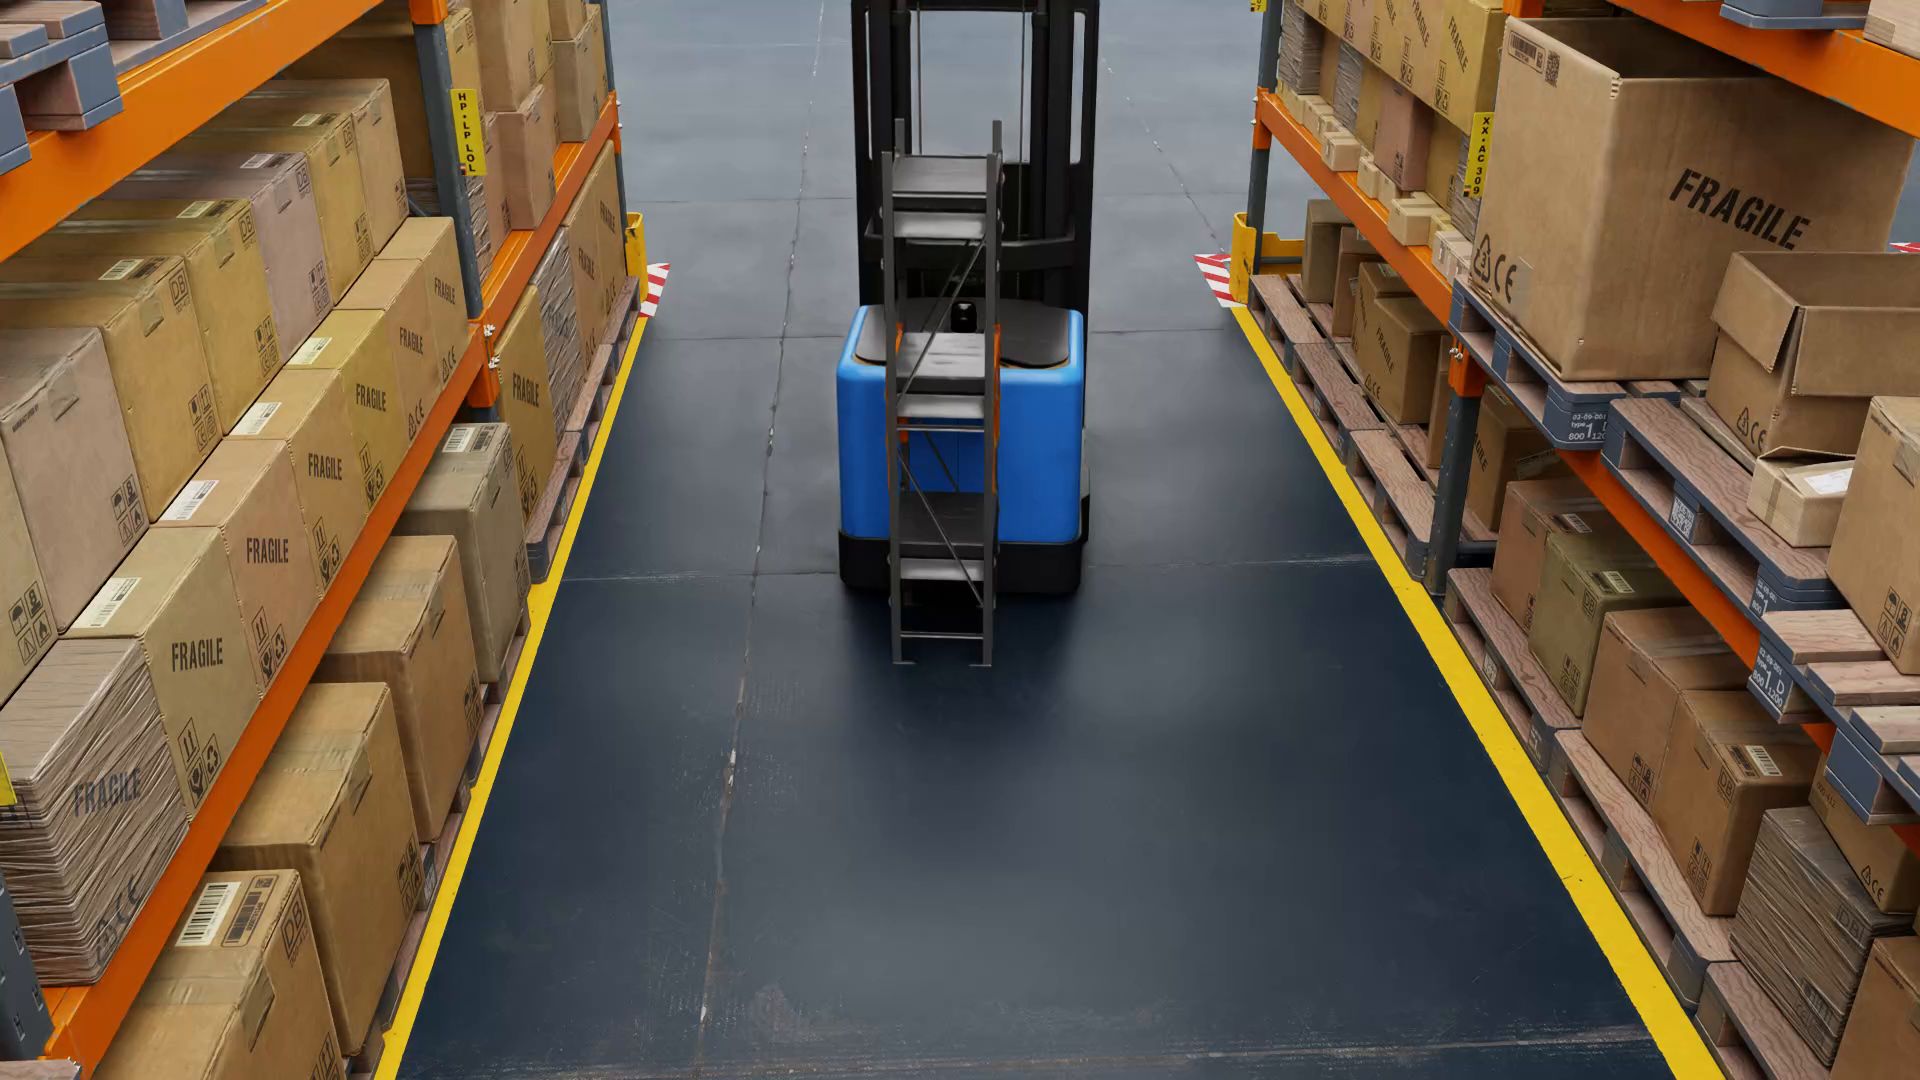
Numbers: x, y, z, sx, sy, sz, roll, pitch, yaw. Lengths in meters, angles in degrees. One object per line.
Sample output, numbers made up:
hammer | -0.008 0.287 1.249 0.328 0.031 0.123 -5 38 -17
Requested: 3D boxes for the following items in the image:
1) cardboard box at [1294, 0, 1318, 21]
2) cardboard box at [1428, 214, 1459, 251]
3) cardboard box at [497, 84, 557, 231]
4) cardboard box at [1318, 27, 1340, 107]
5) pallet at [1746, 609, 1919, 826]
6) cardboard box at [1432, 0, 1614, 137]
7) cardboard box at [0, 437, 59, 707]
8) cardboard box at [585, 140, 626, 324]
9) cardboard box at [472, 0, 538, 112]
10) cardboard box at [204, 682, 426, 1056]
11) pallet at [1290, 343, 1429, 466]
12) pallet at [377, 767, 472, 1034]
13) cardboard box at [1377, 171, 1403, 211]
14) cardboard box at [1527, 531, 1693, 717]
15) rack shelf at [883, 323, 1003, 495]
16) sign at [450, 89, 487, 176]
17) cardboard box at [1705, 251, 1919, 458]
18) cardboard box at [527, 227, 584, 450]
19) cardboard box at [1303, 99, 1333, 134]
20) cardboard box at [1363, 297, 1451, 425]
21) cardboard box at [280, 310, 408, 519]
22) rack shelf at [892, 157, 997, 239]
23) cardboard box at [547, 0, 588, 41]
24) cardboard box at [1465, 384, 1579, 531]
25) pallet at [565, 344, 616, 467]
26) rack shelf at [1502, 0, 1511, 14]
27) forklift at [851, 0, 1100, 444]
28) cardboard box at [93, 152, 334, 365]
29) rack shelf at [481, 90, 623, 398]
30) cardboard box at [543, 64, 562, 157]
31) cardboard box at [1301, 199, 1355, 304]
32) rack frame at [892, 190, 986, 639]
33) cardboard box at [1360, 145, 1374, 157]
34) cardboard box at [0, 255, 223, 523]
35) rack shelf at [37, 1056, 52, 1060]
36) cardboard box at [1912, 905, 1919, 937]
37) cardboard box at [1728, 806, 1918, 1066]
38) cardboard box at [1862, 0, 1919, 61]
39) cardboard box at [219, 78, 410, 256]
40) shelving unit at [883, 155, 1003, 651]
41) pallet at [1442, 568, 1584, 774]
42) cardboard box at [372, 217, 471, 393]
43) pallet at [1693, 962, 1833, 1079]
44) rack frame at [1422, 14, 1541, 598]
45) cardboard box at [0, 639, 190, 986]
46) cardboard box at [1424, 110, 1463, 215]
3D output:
cardboard box | 2.121 -3.093 8.926 0.500 0.500 0.500 -1 28 -3
cardboard box | 2.292 -1.332 7.331 0.380 0.149 0.250 -1 28 -3
cardboard box | -2.398 -1.787 7.771 0.875 0.550 0.550 -1 28 -3
cardboard box | 2.492 -2.659 9.175 0.875 0.500 0.500 -1 28 -3
pallet | 2.619 0.488 3.779 1.213 0.211 1.003 -1 28 -3
cardboard box | 2.255 -1.939 6.713 0.500 0.500 0.500 -1 28 -3
cardboard box | -2.209 0.107 3.112 0.700 0.500 0.500 -2 28 -3
cardboard box | -2.512 -1.825 9.849 0.875 0.875 0.875 -1 28 -2
cardboard box | -2.425 -2.265 7.520 0.875 0.550 0.550 -1 28 -3
cardboard box | -2.187 0.926 4.709 1.050 0.750 0.750 -1 28 -2
pallet | 2.417 -0.756 8.971 1.003 0.211 1.213 -1 28 -3
pallet | -2.222 1.111 5.392 1.003 0.211 1.213 -1 28 -3
cardboard box | 2.233 -1.677 7.994 0.380 0.149 0.250 -1 28 -3
cardboard box | 2.570 0.300 6.159 0.700 0.500 0.500 -2 28 -3
rack shelf | -0.058 -0.518 6.502 0.431 0.518 0.480 2 28 3
sign | -1.863 -1.541 6.294 0.100 0.325 0.005 -1 28 -3
cardboard box | 2.737 -0.552 4.998 0.797 0.503 0.637 1 28 3
cardboard box | -2.419 -0.997 8.262 0.875 0.875 0.875 -1 28 -2
cardboard box | 2.147 -2.370 9.322 0.380 0.149 0.250 -1 28 -3
cardboard box | 2.424 -0.931 8.540 0.500 0.500 0.500 -4 28 -7
cardboard box | -2.058 -0.388 5.142 0.500 0.500 0.500 -1 28 -2
rack shelf | -0.058 -1.260 6.115 0.368 0.174 0.457 2 28 3
cardboard box | -2.512 -3.013 8.954 0.875 0.550 0.550 -1 28 -3
cardboard box | 2.573 -0.382 7.487 0.500 0.500 0.500 -2 28 -4
pallet | -2.433 -0.726 8.915 1.003 0.211 1.213 -1 28 -3
rack shelf | 2.449 -3.053 7.894 1.077 0.370 4.000 -1 28 -3
forklift | 0.086 -1.717 7.872 1.121 2.935 3.031 2 28 3
cardboard box | -2.318 -0.833 4.913 0.700 0.500 0.500 -1 28 -2
rack shelf | -2.509 -1.650 8.447 1.077 0.370 4.000 -1 28 -3
cardboard box | -2.595 -2.273 8.703 0.875 0.550 0.550 -1 28 -3
cardboard box | 2.361 -1.754 10.119 0.500 0.500 0.500 4 28 7
rack frame | -0.074 -0.418 6.280 0.380 1.831 0.006 2 28 3
cardboard box | 2.249 -1.909 8.439 0.380 0.149 0.250 -1 28 -3
cardboard box | -2.266 -0.363 4.014 0.700 0.500 0.500 -2 28 -3
rack shelf | -2.091 2.045 1.364 1.077 0.370 4.000 -1 28 -3
cardboard box | 2.698 1.001 4.003 0.500 0.250 0.500 0 28 -1
cardboard box | 2.666 1.078 4.668 0.700 0.500 0.500 -4 28 -7
cardboard box | 2.430 -1.209 3.742 0.500 0.250 0.500 -1 28 -1
cardboard box | -2.373 -1.304 5.816 0.700 0.500 0.500 -2 28 -4
shelving unit | -5.819 -1.901 5.723 11.925 5.092 1.281 2 28 3
pallet | 2.596 0.478 6.606 1.003 0.211 1.213 -1 28 -3
cardboard box | -2.111 -0.855 6.037 0.500 0.500 0.500 -2 28 -3
pallet | 2.723 1.605 4.445 1.003 0.211 1.213 -1 28 -3
rack frame | 2.554 -1.118 6.650 1.000 3.000 0.127 -1 28 -3
cardboard box | -1.950 0.544 3.355 0.500 0.500 0.500 -1 28 -2
cardboard box | 2.601 -1.735 7.404 0.875 0.500 0.500 -1 28 -3
